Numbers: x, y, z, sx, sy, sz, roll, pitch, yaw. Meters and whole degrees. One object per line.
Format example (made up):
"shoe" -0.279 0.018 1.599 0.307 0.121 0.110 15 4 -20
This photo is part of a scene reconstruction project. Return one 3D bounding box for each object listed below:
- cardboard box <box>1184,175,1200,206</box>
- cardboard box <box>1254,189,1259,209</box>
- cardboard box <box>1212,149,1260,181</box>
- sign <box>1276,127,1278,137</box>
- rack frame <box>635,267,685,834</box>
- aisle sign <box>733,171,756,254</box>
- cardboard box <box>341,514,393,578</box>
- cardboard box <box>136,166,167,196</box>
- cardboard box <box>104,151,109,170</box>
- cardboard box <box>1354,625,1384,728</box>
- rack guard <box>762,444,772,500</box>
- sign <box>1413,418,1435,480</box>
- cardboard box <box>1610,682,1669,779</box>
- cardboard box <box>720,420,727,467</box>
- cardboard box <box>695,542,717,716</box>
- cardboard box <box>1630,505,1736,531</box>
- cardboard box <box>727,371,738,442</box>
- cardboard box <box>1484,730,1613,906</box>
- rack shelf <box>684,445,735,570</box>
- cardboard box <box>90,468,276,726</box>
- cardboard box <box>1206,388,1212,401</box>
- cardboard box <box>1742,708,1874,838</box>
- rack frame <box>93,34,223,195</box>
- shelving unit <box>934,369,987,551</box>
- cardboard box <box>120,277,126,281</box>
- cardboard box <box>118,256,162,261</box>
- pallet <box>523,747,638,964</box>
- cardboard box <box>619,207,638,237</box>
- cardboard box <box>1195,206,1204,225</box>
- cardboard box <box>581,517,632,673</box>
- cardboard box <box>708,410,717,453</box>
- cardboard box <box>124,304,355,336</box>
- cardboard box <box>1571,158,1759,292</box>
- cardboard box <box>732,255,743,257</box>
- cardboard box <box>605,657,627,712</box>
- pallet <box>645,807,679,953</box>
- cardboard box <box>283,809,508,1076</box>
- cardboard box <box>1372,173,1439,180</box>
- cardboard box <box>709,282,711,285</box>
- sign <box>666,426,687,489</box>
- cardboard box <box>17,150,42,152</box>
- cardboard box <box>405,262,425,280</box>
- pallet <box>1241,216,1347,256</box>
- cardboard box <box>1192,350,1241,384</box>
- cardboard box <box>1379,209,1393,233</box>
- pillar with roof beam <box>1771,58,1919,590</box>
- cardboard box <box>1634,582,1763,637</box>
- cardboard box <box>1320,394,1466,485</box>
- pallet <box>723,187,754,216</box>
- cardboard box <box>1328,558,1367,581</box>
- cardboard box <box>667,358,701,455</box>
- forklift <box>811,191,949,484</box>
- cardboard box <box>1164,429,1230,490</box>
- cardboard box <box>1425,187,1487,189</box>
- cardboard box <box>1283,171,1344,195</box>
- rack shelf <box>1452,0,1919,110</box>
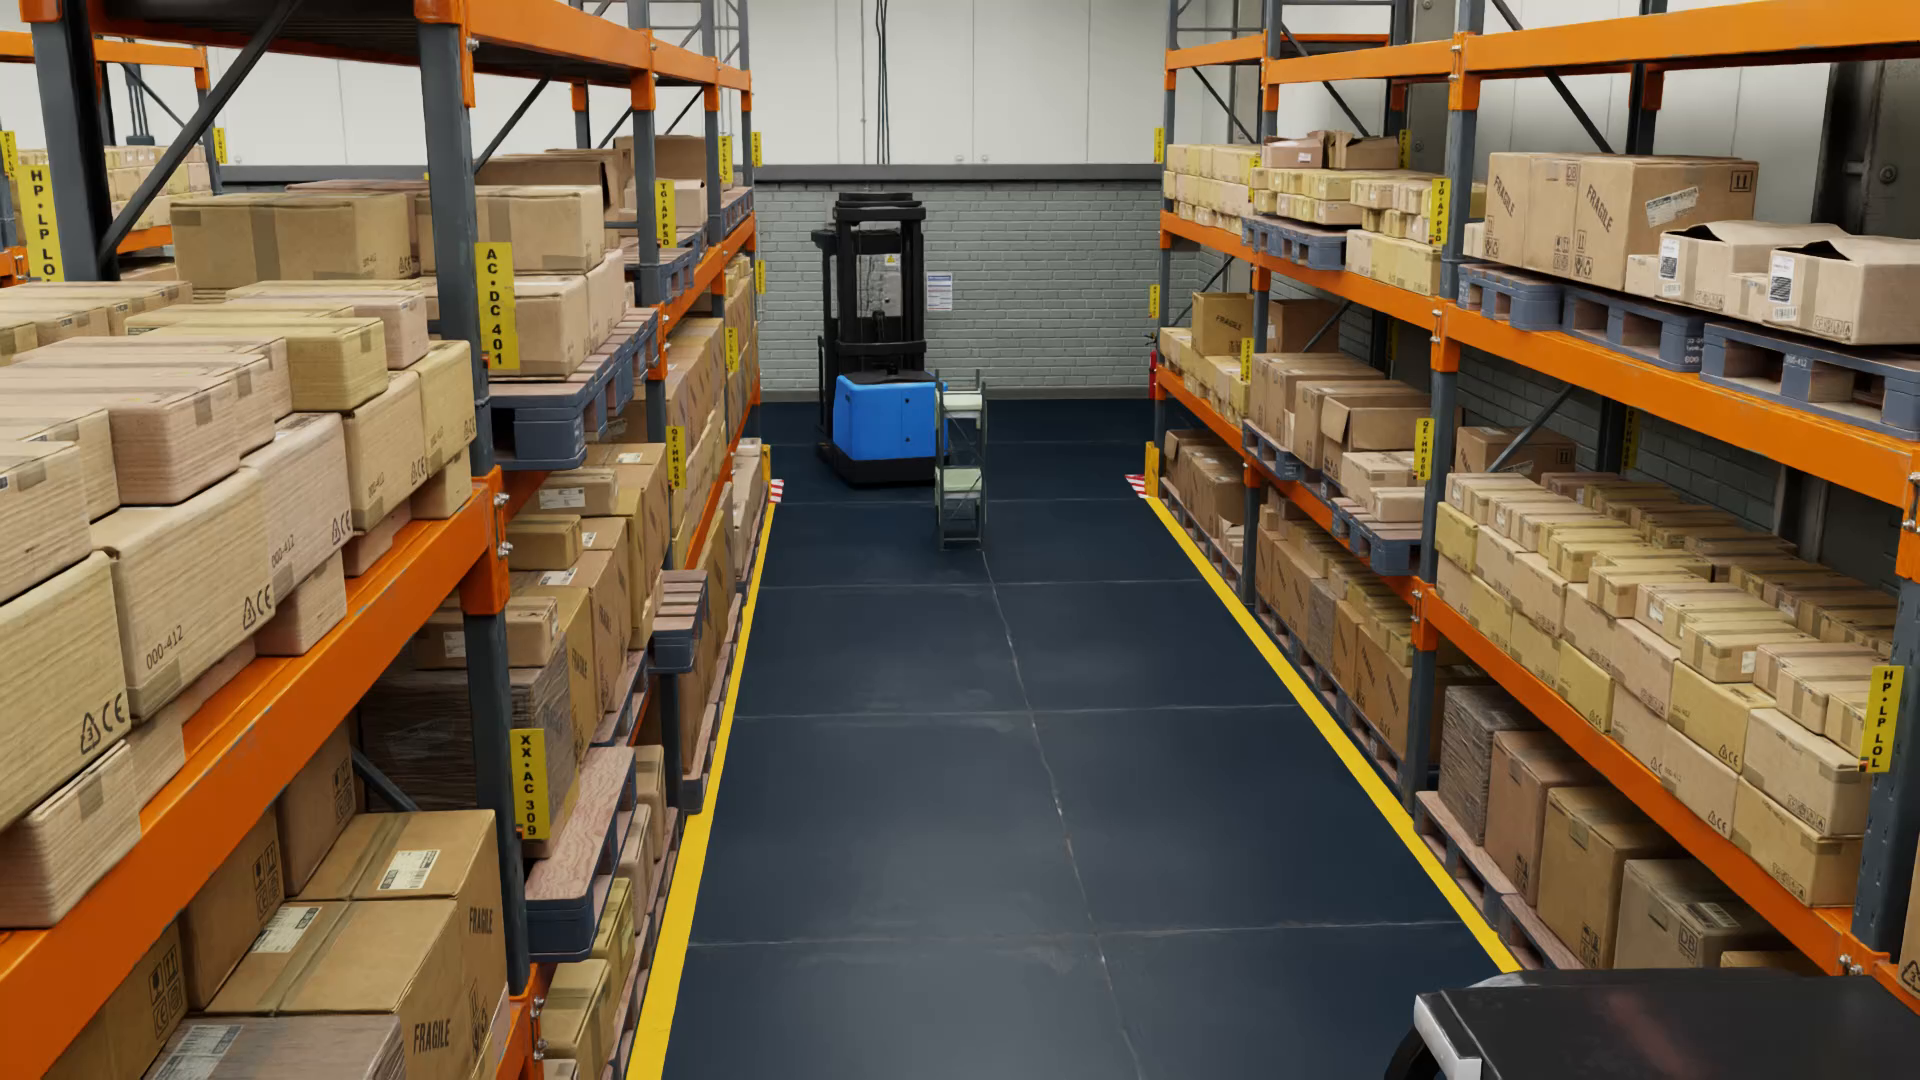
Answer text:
"cardboard box" 2.296 -3.108 14.772 0.500 0.250 0.500 -1 14 -5
"cardboard box" 2.339 -2.460 12.009 0.380 0.149 0.250 -1 14 -3
"cardboard box" 2.383 -3.098 13.728 0.500 0.250 0.500 -1 14 -2
"sign" 3.025 -3.838 16.125 0.100 0.325 0.005 -1 14 -3
"rack frame" -1.988 0.115 8.561 1.000 3.000 0.127 -1 14 -3
"aisle sign" -2.179 -3.157 16.058 0.394 0.787 0.004 -1 14 -3
"cardboard box" -1.449 -0.020 3.570 0.380 0.149 0.250 -1 14 -3
"cardboard box" -7.074 -3.030 14.062 0.500 0.250 0.500 -1 14 -3
"cardboard box" -6.980 -2.998 13.135 0.380 0.149 0.250 0 14 -1
"cardboard box" 2.704 0.818 10.002 0.500 0.500 0.500 -1 14 -4
"rack guard" -2.485 -0.670 16.628 1.175 0.500 0.348 -1 14 -3
"sign" 2.425 -0.475 8.686 0.100 0.325 0.005 -1 14 -3
"cardboard box" 2.884 0.734 6.453 0.500 0.250 0.500 -1 14 -3
"cardboard box" -1.957 -0.700 12.027 0.500 0.250 0.500 -1 14 -5
"cardboard box" -1.999 0.545 10.308 0.875 0.875 0.875 -1 14 -3
"cardboard box" 3.355 -0.059 7.733 0.380 0.149 0.250 -1 14 -5
"cardboard box" -2.004 -1.049 12.884 0.500 0.500 0.500 0 14 -2
"cardboard box" 3.039 1.302 7.871 0.875 0.625 0.625 0 14 -2
"rack shelf" -2.112 -0.034 10.584 1.077 0.370 4.000 -1 14 -3
"cardboard box" -1.348 0.070 2.419 0.500 0.250 0.500 -1 14 -2
"cardboard box" 2.368 -1.295 14.546 0.380 0.149 0.250 -1 14 -4
"cardboard box" 2.928 0.744 5.412 0.500 0.250 0.500 -1 14 -5
"rack frame" -7.418 -4.679 15.151 1.000 3.000 0.127 -1 14 -3
"shelving unit" 0.000 -0.725 14.833 0.431 1.500 0.755 -1 14 -3
"cardboard box" -7.003 -1.826 13.298 0.500 0.500 0.500 -1 14 -3
"cardboard box" -7.655 -2.334 15.275 0.500 0.500 0.500 -1 14 -4
"pallet" -1.643 1.010 5.466 1.003 0.211 1.213 -1 14 -3
"cardboard box" -1.969 -1.955 10.211 0.380 0.166 0.250 0 14 1
"cardboard box" 2.256 -2.818 14.443 0.380 0.149 0.250 -1 14 -3
"cardboard box" -1.574 0.217 6.522 0.500 0.500 0.500 -1 15 -6
"cardboard box" -1.890 -0.691 10.989 0.500 0.250 0.500 -1 14 -2
"cardboard box" -1.484 -0.403 3.456 0.380 0.149 0.250 -1 14 -2
"cardboard box" 2.830 -1.279 6.713 0.500 0.500 0.500 -1 14 -2
"cardboard box" -2.222 -2.573 15.497 0.380 0.149 0.250 -1 14 -2
"cardboard box" -1.512 0.561 6.488 0.380 0.149 0.250 0 14 -1
"pallet" -1.941 1.660 8.153 1.003 0.211 1.213 -1 14 -3
"cardboard box" -1.465 1.024 4.230 0.500 0.500 0.500 -1 14 -5
"cardboard box" 2.882 -2.290 10.749 0.380 0.149 0.250 -1 14 -3
"cardboard box" -2.087 -1.936 13.021 0.380 0.149 0.250 -1 14 -4
"sign" -1.447 -0.418 8.468 0.100 0.325 0.005 -1 14 -3
"cardboard box" -7.605 -3.051 13.344 0.380 0.149 0.250 -1 14 -4
"cardboard box" -1.948 -0.743 5.332 0.500 0.250 0.500 -1 14 -3
"pallet" 2.688 -2.156 11.744 1.213 0.211 1.003 -1 14 -3
"cardboard box" 2.348 -1.529 14.652 0.500 0.250 0.500 -1 14 -5
"cardboard box" 2.691 -1.875 9.775 0.380 0.149 0.250 -1 14 -3
"pillar with roof beam" -0.351 -2.491 6.650 9.100 9.000 0.400 -1 14 -3
"cardboard box" 2.862 0.271 6.453 0.380 0.149 0.250 -1 14 -3
"cardboard box" 2.680 -0.619 10.364 0.797 0.503 0.637 -1 14 -5
"pallet" -2.428 -3.100 15.214 1.003 0.211 1.213 -1 14 -3
"cardboard box" 2.664 0.219 11.027 0.380 0.149 0.250 -1 14 -3
"cardboard box" -1.832 -0.797 9.895 0.500 0.500 0.500 0 14 -2
"forklift" -0.993 -2.319 18.158 1.130 2.935 3.031 -4 15 -15
"cardboard box" 2.413 -0.793 16.257 0.797 0.503 0.637 -1 15 -6
"cardboard box" 2.738 -1.828 8.996 0.380 0.149 0.250 -1 14 -5
"cardboard box" 2.402 -2.411 11.221 0.380 0.149 0.250 -1 14 -4
"rack shelf" 3.090 -1.829 6.321 1.077 0.370 4.000 -1 14 -3
